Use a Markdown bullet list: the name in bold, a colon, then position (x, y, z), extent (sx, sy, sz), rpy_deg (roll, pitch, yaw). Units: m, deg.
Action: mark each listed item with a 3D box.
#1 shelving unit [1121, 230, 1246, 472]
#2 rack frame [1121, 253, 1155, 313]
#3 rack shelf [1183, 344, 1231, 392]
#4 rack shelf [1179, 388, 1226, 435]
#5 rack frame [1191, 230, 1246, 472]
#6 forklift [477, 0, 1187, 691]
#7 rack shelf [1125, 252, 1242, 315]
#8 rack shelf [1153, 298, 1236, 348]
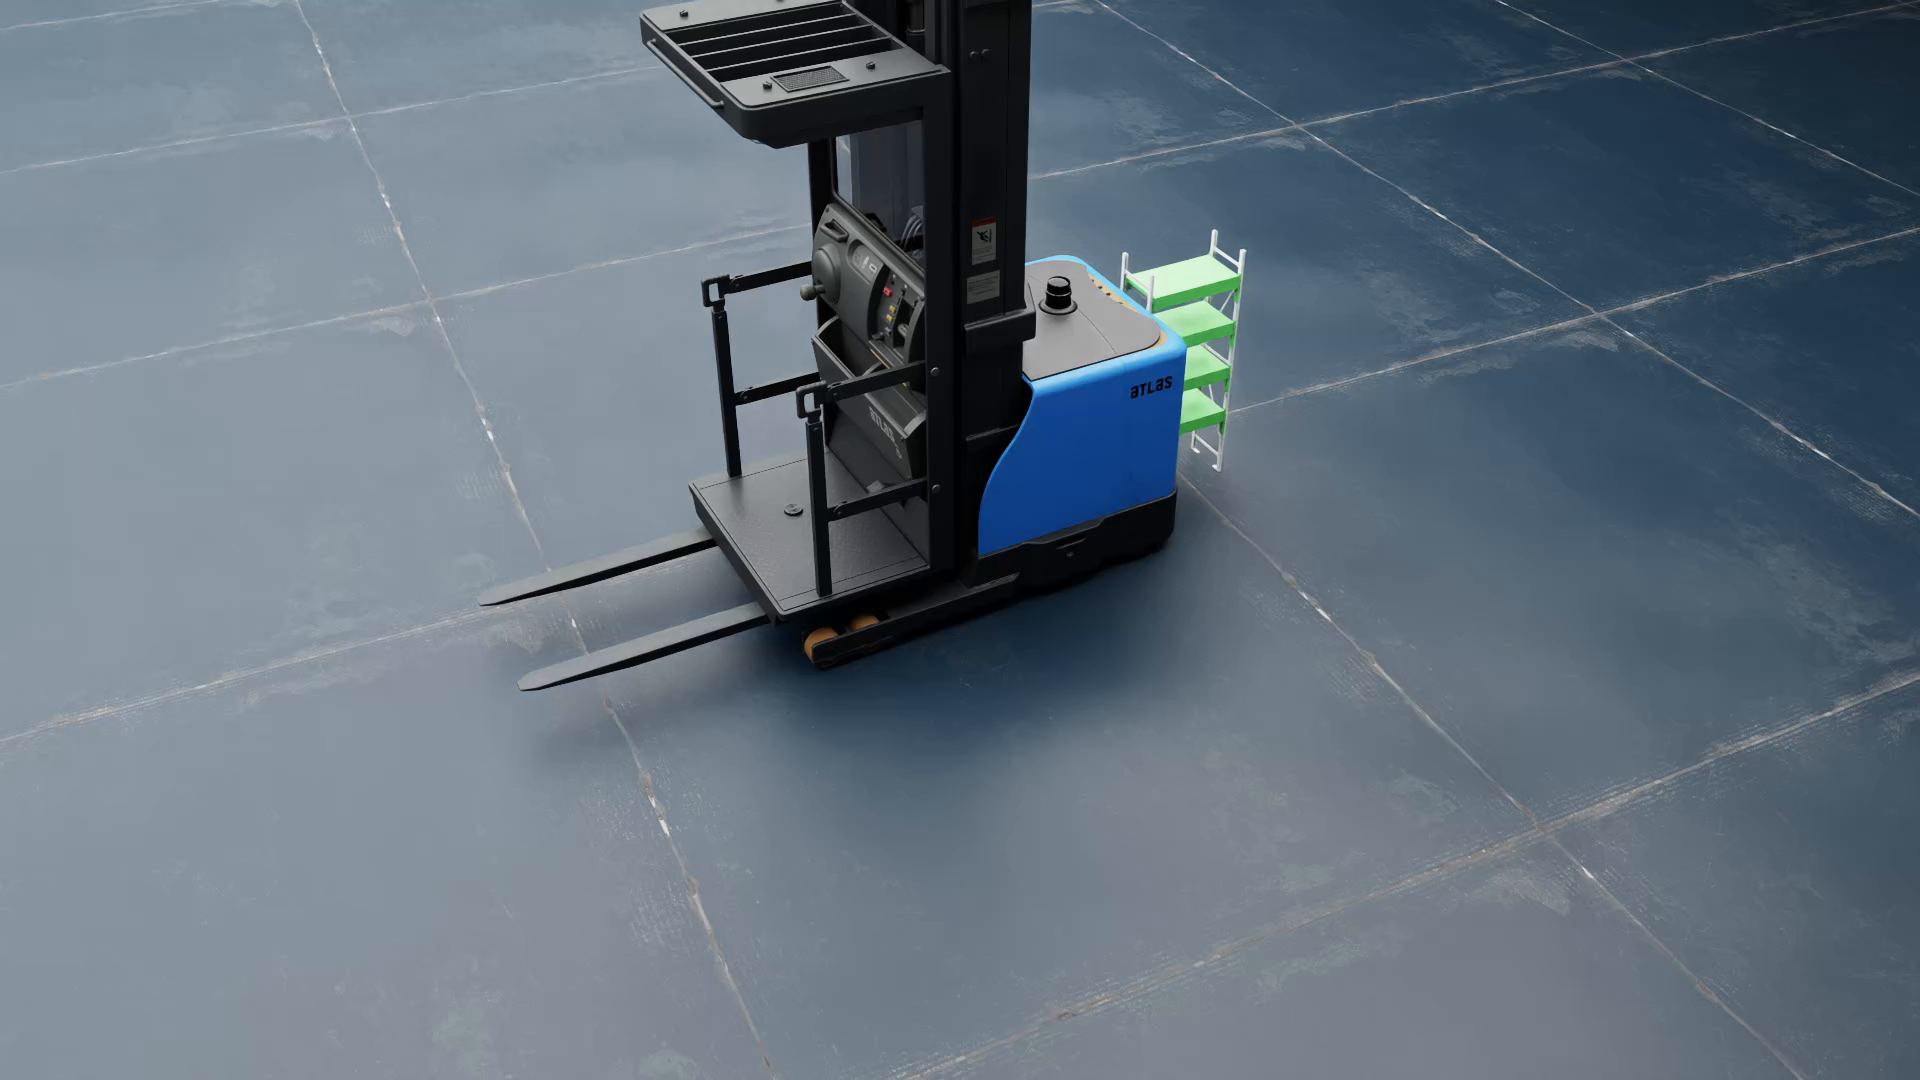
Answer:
- **shelving unit**: position (1.010, -0.814, 7.840), extent (0.503, 1.200, 0.258), rpy_deg (-18, 40, -22)
- **rack frame**: position (0.794, -0.745, 7.748), extent (0.015, 1.200, 0.240), rpy_deg (-18, 40, -22)
- **rack shelf**: position (1.010, -0.762, 7.878), extent (0.480, 0.148, 0.258), rpy_deg (-18, 40, -22)
- **rack shelf**: position (1.010, -0.570, 8.021), extent (0.480, 0.148, 0.258), rpy_deg (-18, 40, -22)
- **rack frame**: position (1.225, -0.882, 7.932), extent (0.015, 1.200, 0.240), rpy_deg (-18, 40, -22)
- **forklift**: position (-0.557, -1.001, 6.639), extent (3.031, 2.935, 1.130), rpy_deg (-18, 40, -22)
- **rack shelf**: position (1.010, -1.148, 7.592), extent (0.480, 0.148, 0.258), rpy_deg (-18, 40, -22)
- **rack shelf**: position (1.010, -0.955, 7.735), extent (0.480, 0.148, 0.258), rpy_deg (-18, 40, -22)
